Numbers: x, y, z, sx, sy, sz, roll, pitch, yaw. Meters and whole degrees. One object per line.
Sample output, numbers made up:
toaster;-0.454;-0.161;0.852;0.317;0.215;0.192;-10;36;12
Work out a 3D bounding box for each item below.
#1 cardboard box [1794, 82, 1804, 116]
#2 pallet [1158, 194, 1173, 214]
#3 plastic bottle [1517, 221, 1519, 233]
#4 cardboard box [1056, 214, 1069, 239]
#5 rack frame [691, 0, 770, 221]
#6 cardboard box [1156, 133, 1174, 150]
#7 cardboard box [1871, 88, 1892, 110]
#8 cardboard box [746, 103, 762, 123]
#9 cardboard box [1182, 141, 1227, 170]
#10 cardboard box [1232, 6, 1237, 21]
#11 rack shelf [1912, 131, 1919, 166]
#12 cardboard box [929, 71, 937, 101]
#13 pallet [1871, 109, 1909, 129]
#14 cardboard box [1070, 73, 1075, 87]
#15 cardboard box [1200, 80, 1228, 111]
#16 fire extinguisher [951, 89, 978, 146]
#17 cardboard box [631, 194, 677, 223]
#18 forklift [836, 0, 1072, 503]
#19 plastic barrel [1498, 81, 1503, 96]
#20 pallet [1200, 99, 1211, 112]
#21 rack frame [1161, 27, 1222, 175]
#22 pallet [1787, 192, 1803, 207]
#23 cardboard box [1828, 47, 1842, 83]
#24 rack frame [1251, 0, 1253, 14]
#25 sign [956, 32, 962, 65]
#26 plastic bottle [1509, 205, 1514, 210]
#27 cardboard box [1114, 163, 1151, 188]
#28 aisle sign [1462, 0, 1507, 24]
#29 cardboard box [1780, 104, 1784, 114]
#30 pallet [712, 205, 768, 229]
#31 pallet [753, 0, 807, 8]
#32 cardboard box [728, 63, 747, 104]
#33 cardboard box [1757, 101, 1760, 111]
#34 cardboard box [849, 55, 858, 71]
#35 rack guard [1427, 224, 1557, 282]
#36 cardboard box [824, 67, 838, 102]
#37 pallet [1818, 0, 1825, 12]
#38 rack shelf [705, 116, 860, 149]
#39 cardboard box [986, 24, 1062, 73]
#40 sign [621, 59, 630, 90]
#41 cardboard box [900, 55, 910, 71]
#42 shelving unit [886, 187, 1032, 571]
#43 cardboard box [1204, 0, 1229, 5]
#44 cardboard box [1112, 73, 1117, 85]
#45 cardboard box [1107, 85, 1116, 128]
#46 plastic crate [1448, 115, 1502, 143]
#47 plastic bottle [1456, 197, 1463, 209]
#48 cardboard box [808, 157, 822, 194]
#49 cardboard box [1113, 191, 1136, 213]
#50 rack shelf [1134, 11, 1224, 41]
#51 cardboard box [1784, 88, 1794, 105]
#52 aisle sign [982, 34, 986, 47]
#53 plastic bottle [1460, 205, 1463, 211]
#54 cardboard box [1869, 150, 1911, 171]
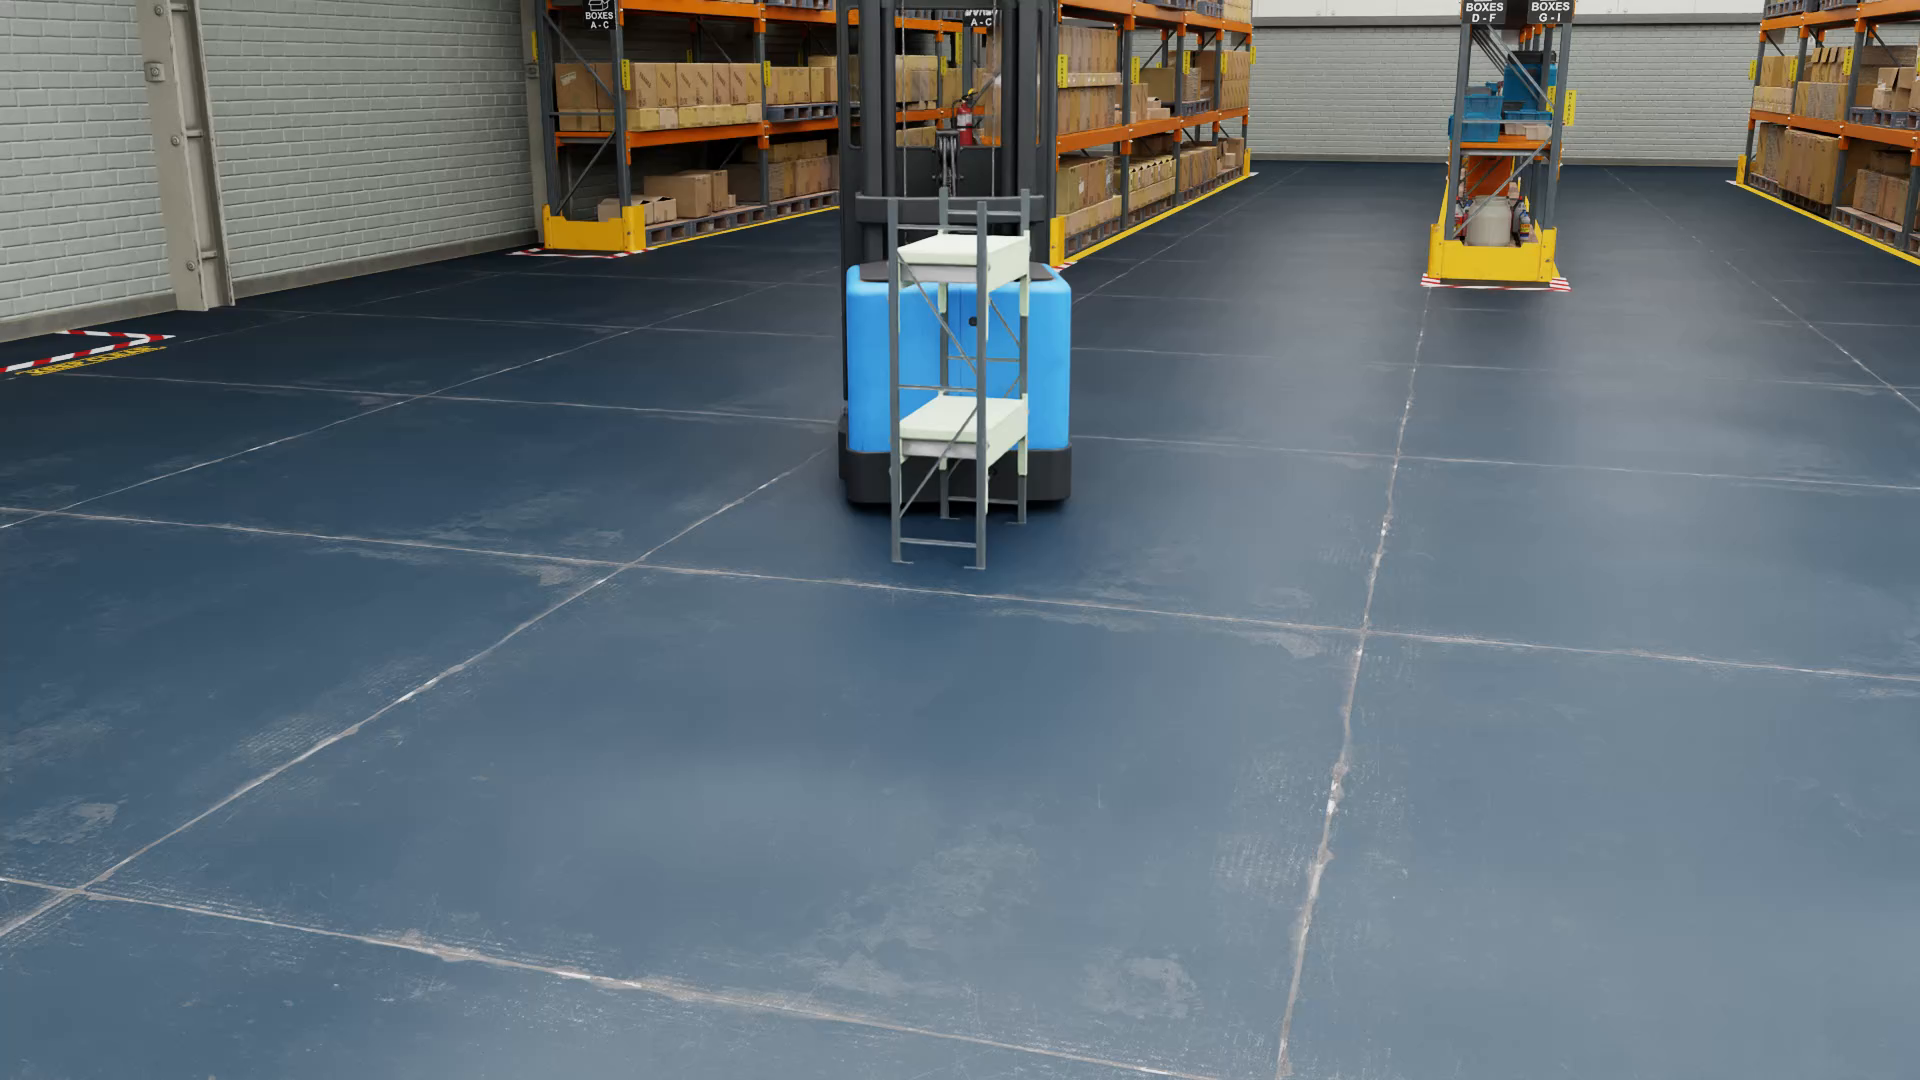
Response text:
cardboard box;13.057;-6.721;25.346;0.500;0.500;0.500;5;16;16
pallet;2.522;-4.943;24.370;1.003;0.211;1.213;5;16;16
plastic bottle;6.295;-3.530;18.600;0.097;0.201;0.097;0;16;0
cardboard box;0.886;-3.406;18.111;0.500;0.250;0.500;5;16;16
rack frame;-3.093;-5.834;22.399;1.000;3.000;0.127;5;16;16
cardboard box;3.275;-6.544;27.304;0.500;0.250;0.500;5;16;16
cardboard box;11.594;-5.437;20.506;0.500;0.250;0.500;4;16;14
cardboard box;-2.937;-5.624;21.897;0.500;0.250;0.500;5;16;16
cardboard box;4.459;-7.046;30.443;0.797;0.503;0.637;5;16;16
cardboard box;4.595;-9.284;29.341;0.500;0.250;0.500;5;16;16
rack shelf;10.585;-3.812;16.590;1.077;0.370;4.000;5;16;16
cardboard box;-0.710;-7.987;29.227;0.500;0.500;0.500;4;16;15
pallet;11.767;-5.114;20.215;1.003;0.211;1.213;5;16;16
cardboard box;1.057;-5.050;18.266;0.380;0.149;0.250;4;16;15
cardboard box;4.337;-7.704;28.810;0.500;0.500;0.500;5;17;17
fire extinguisher;0.041;-4.372;17.388;0.296;0.674;0.183;5;16;16
cardboard box;-3.785;-4.028;20.156;0.500;0.311;0.500;6;17;20
forklift;-0.093;-1.929;8.761;1.130;2.935;3.031;-1;16;-4
plastic barrel;7.700;-6.032;22.851;0.600;0.536;0.708;5;16;16
pallet;3.599;-7.250;27.747;1.003;0.211;1.213;5;16;16
rack frame;3.930;-7.543;28.428;1.000;3.000;0.127;5;16;16
pallet;13.280;-5.225;25.364;1.003;0.211;1.213;5;16;16
cardboard box;12.886;-6.795;23.766;0.797;0.503;0.637;5;17;18
rack frame;5.067;-11.476;31.299;1.000;3.000;0.127;5;16;16
sign;0.004;-5.121;17.330;0.100;0.325;0.005;5;16;16
plastic bottle;6.295;-3.731;19.170;0.152;0.276;0.135;5;16;16
cardboard box;2.307;-4.954;22.541;0.500;0.311;0.500;4;16;14
aisle sign;4.963;-5.274;15.661;0.394;0.787;0.004;5;16;16
cardboard box;13.346;-6.893;26.595;0.380;0.149;0.250;4;16;15
pallet;-3.250;-4.314;22.151;1.003;0.211;1.213;5;16;16
pallet;-2.816;-7.340;22.556;1.213;0.211;1.003;5;16;16
cardboard box;-3.068;-5.853;21.332;0.500;0.500;0.500;5;16;16
cardboard box;14.003;-7.498;28.729;0.380;0.149;0.250;4;16;15
cardboard box;-1.572;-7.548;26.305;0.500;0.250;0.500;5;17;17
rack guard;5.245;-2.840;16.425;1.175;0.500;0.348;5;16;16
cardboard box;-2.214;-6.868;25.056;0.700;0.500;0.500;3;16;11
pallet;13.214;-7.882;24.473;0.805;0.209;1.217;4;16;14
rack shelf;-2.525;-6.011;24.342;1.077;0.370;4.000;5;16;16
cardboard box;0.680;-5.211;17.644;0.700;0.500;0.500;5;16;16
sign;-3.710;-5.162;18.444;0.100;0.325;0.005;5;16;16
cardboard box;-1.151;-7.946;27.709;0.500;0.250;0.500;4;16;15
shelving unit;0.008;-0.706;7.070;0.431;1.500;0.755;4;16;15
cardboard box;4.307;-9.263;28.351;0.500;0.250;0.500;5;16;16
cardboard box;1.713;-5.658;20.409;0.380;0.149;0.250;4;16;15
cardboard box;1.537;-5.382;20.624;0.700;0.500;0.500;4;16;14
plastic crate;5.124;-4.101;16.565;0.499;0.251;0.616;5;16;16
plastic bottle;5.724;-3.774;19.187;0.144;0.351;0.185;4;16;14
cardboard box;-2.483;-5.439;24.782;0.700;0.500;0.500;5;16;16
cardboard box;2.009;-4.416;21.671;0.500;0.250;0.500;4;16;15
rack shelf;3.362;-8.117;26.272;1.077;0.370;4.000;5;16;16
cardboard box;13.301;-6.981;26.175;0.500;0.250;0.500;4;16;15
aisle sign;0.625;-10.219;33.098;0.394;0.787;0.004;5;16;16
plastic bottle;5.718;-3.695;19.052;0.097;0.271;0.097;0;16;0
cardboard box;12.129;-4.920;21.579;0.500;0.250;0.500;5;17;18
